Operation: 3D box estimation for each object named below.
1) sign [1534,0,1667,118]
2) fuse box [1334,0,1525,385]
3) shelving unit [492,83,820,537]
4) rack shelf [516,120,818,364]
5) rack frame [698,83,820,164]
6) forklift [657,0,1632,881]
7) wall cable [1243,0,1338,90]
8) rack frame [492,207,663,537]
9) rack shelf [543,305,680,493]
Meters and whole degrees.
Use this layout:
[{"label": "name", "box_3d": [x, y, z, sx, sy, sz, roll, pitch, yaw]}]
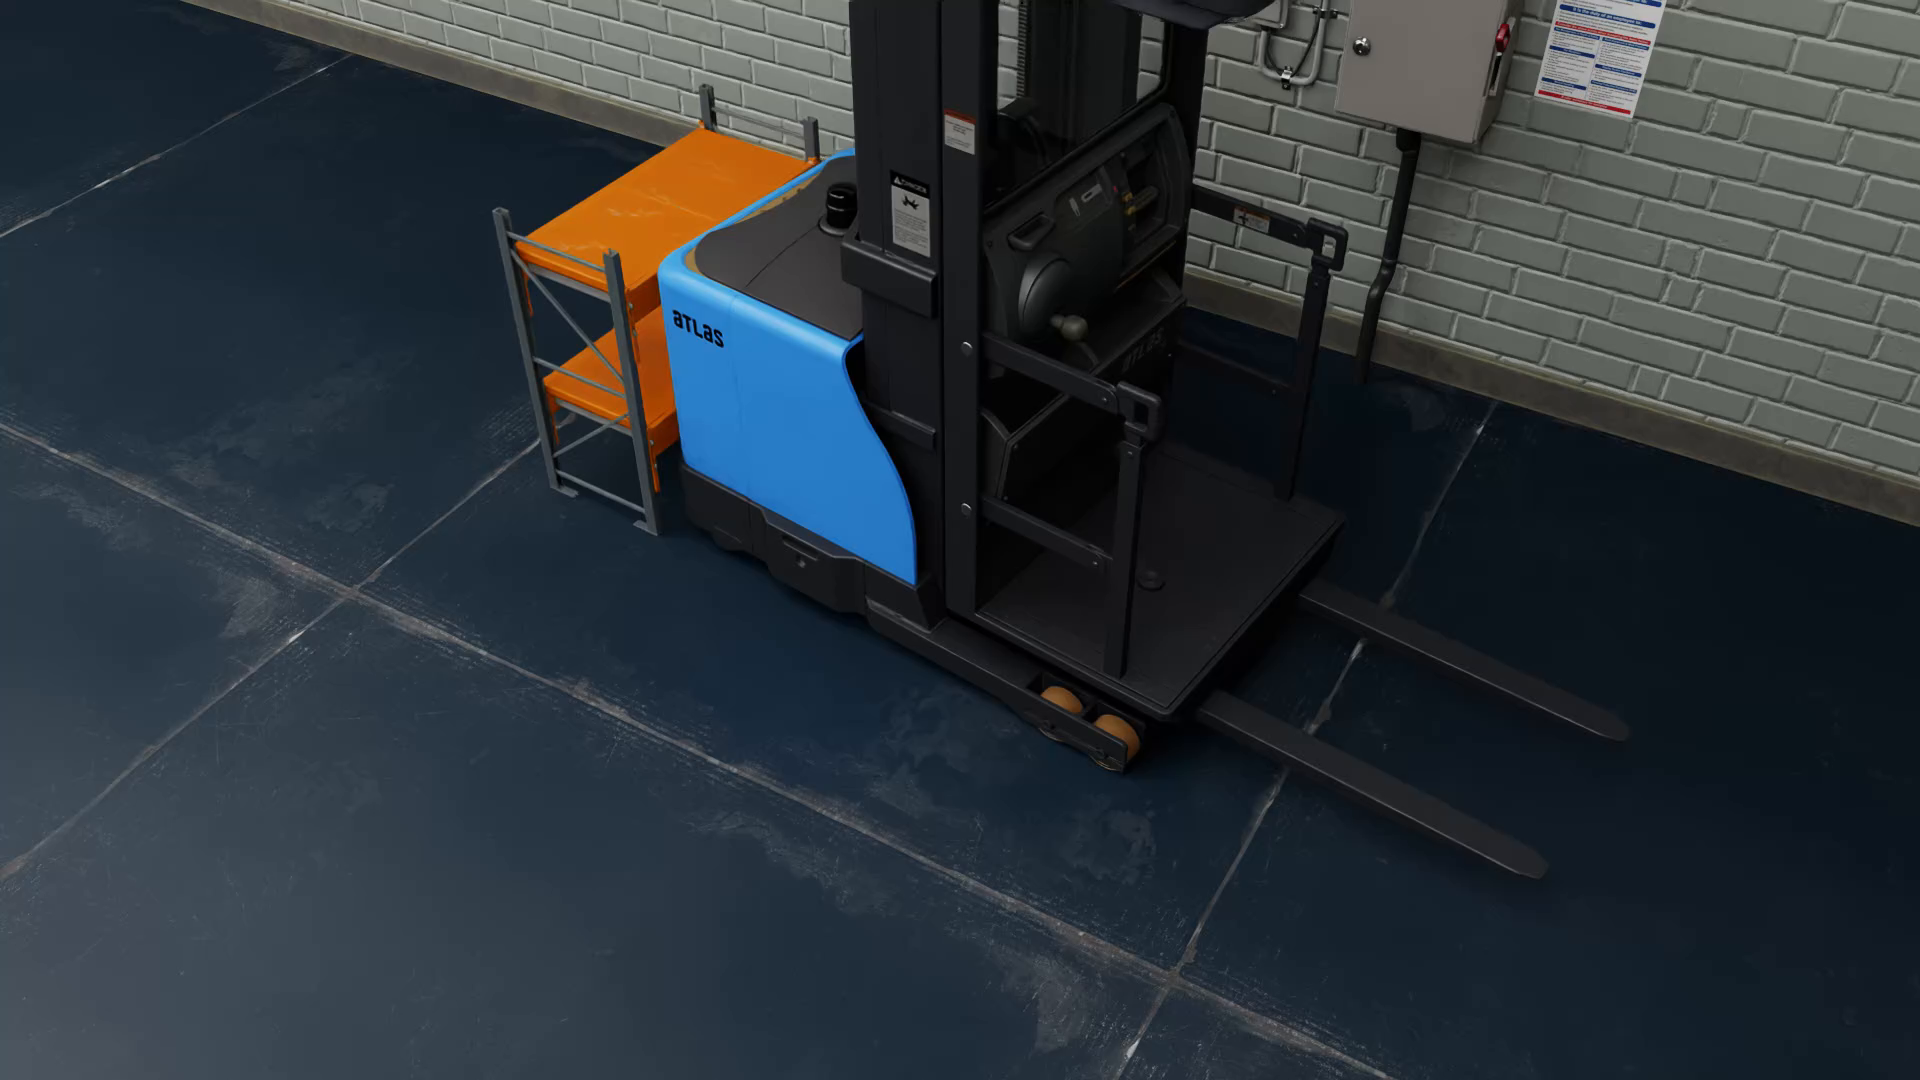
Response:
[{"label": "sign", "box_3d": [2.087, -1.637, 5.411, 0.329, 0.494, 0.001, 21, 45, 22]}, {"label": "fuse box", "box_3d": [1.555, -1.234, 5.856, 0.539, 1.711, 0.414, 21, 45, 22]}, {"label": "shelving unit", "box_3d": [-0.978, -0.814, 5.823, 0.538, 1.125, 1.048, 23, 46, 24]}, {"label": "rack shelf", "box_3d": [-0.978, -1.034, 5.630, 0.538, 0.278, 1.000, 23, 46, 24]}, {"label": "rack frame", "box_3d": [-0.704, -1.097, 6.145, 0.500, 1.125, 0.032, 23, 46, 24]}, {"label": "forklift", "box_3d": [0.530, -0.814, 4.457, 3.031, 2.935, 1.130, 27, 48, 27]}, {"label": "wall cable", "box_3d": [1.044, -2.414, 5.453, 0.588, 1.984, 0.122, 21, 45, 22]}, {"label": "rack frame", "box_3d": [-1.251, -0.531, 5.502, 0.500, 1.125, 0.032, 23, 46, 24]}, {"label": "rack shelf", "box_3d": [-0.978, -0.631, 5.985, 0.538, 0.278, 1.000, 23, 46, 24]}]
